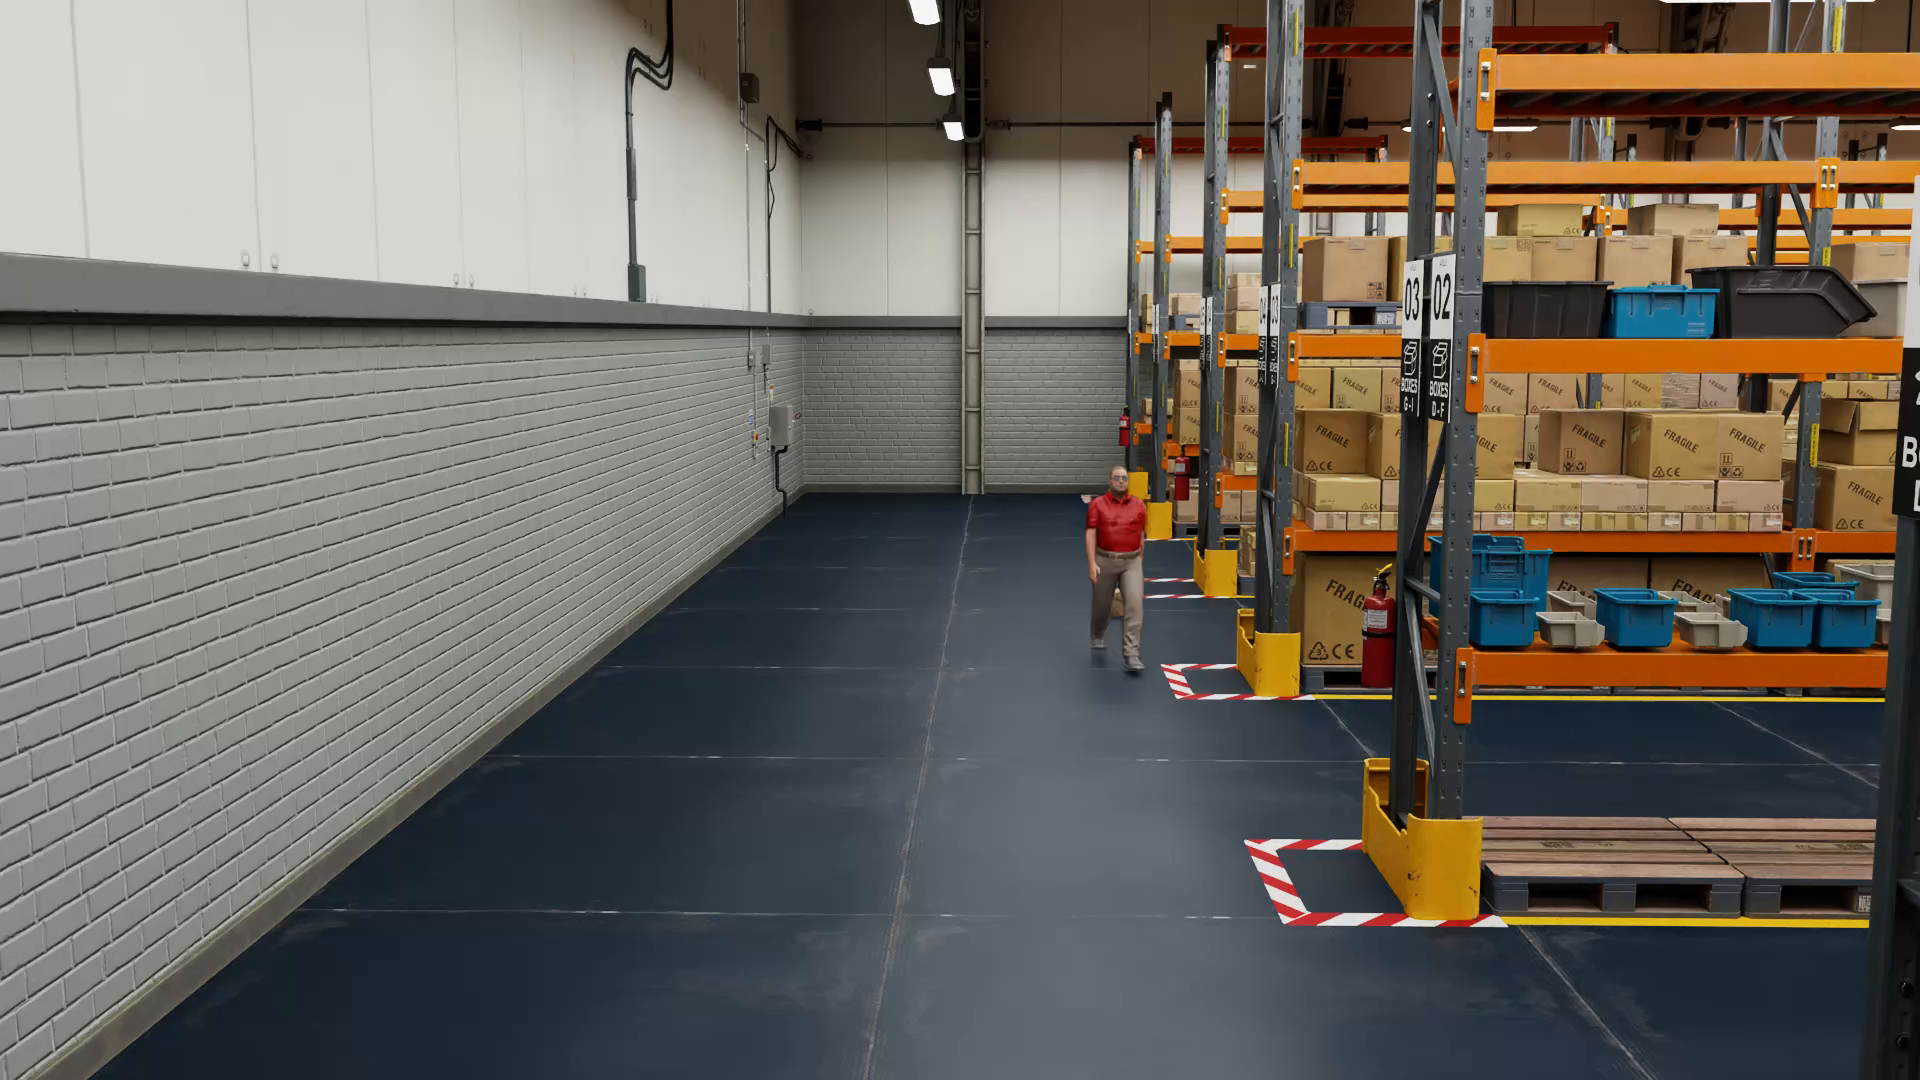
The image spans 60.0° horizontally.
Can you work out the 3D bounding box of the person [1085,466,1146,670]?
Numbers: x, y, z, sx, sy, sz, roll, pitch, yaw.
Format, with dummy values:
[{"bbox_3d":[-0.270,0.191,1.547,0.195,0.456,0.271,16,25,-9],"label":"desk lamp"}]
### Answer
[{"bbox_3d":[1.325,0.213,14.125,0.535,1.678,0.989,-1,7,-4],"label":"person"}]
